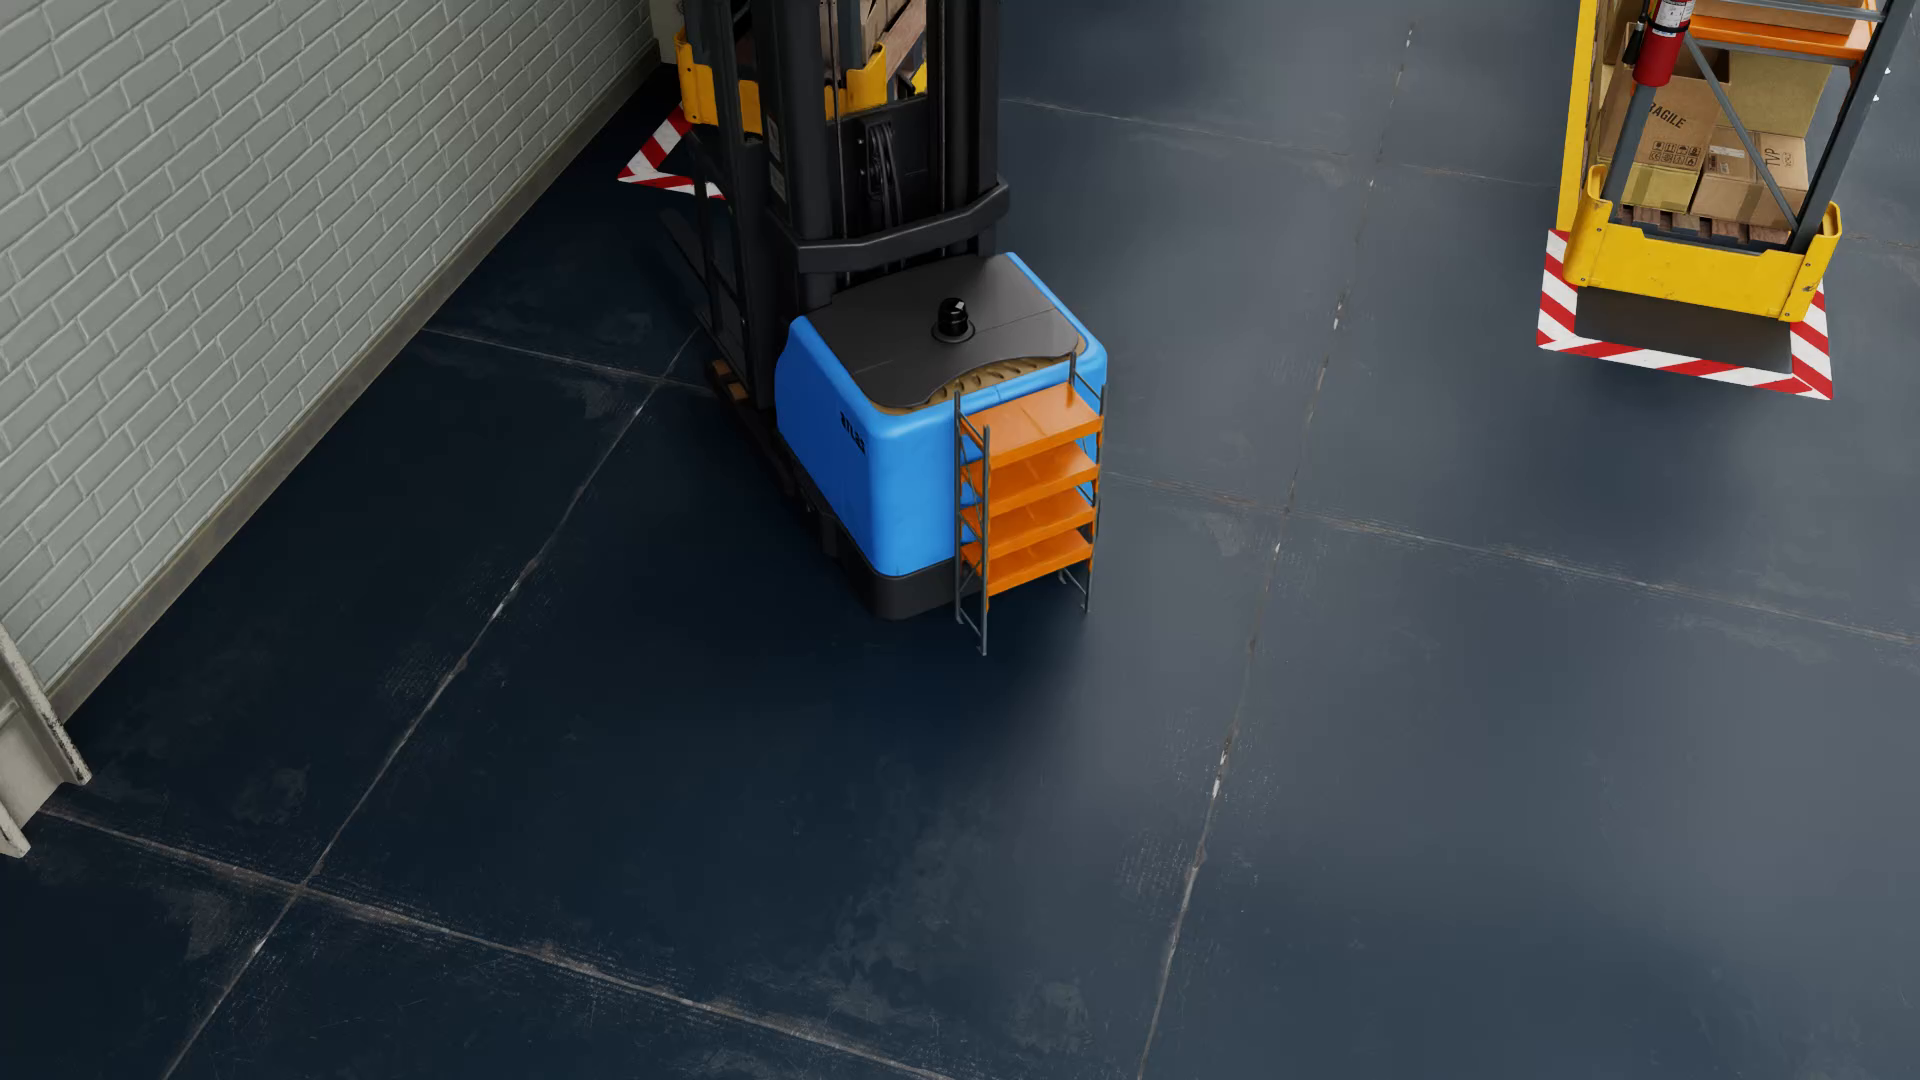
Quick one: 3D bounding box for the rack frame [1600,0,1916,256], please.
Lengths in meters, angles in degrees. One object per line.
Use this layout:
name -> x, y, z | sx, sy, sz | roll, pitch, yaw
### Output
rack frame -> 3.689, -2.395, 7.451 | 1.000, 3.000, 0.127 | 13, 46, 13

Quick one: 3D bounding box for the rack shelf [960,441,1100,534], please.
rack shelf -> 0.257, -0.231, 6.303 | 0.480, 0.148, 0.258 | -21, 48, -20

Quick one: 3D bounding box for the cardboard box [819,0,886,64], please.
cardboard box -> -0.738, -3.080, 9.759 | 0.500, 0.311, 0.500 | 8, 45, 8

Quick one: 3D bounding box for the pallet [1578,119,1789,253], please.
pallet -> 3.881, -1.917, 8.957 | 1.003, 0.211, 1.213 | 13, 46, 13

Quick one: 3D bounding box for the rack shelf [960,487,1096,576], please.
rack shelf -> 0.257, -0.071, 6.460 | 0.480, 0.148, 0.258 | -21, 48, -20

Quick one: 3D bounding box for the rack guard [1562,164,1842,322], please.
rack guard -> 3.682, -1.485, 8.309 | 1.175, 0.500, 0.348 | 13, 46, 13

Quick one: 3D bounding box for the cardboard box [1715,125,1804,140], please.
cardboard box -> 4.211, -2.206, 8.925 | 0.500, 0.250, 0.500 | 13, 46, 13

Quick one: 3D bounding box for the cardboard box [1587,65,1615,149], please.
cardboard box -> 3.710, -2.318, 9.039 | 0.500, 0.250, 0.500 | 13, 46, 13

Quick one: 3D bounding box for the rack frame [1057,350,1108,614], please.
rack frame -> 0.472, -0.200, 6.495 | 0.015, 1.200, 0.240 | -21, 48, -20

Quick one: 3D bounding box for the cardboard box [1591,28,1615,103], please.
cardboard box -> 3.859, -2.652, 9.380 | 0.500, 0.250, 0.500 | 13, 46, 13

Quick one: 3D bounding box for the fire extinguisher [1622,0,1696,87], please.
fire extinguisher -> 3.210, -2.387, 7.499 | 0.296, 0.674, 0.183 | 13, 46, 13

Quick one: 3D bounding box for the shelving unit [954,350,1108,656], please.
shelving unit -> 0.257, -0.119, 6.413 | 0.503, 1.200, 0.258 | -21, 48, -20

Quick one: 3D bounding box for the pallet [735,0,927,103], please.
pallet -> -0.731, -3.029, 10.094 | 1.003, 0.211, 1.213 | 13, 46, 13

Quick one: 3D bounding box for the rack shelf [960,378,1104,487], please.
rack shelf -> 0.257, -0.400, 6.138 | 0.480, 0.148, 0.258 | -21, 48, -20

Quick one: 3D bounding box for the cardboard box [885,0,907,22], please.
cardboard box -> -0.565, -3.460, 10.148 | 0.500, 0.311, 0.500 | 16, 47, 16

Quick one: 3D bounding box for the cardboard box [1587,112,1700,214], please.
cardboard box -> 3.570, -1.982, 8.696 | 0.500, 0.250, 0.500 | 13, 46, 13

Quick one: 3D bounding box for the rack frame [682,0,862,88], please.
rack frame -> -1.033, -3.441, 8.521 | 1.000, 3.000, 0.127 | 13, 46, 13

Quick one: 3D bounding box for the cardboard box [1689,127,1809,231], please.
cardboard box -> 4.063, -1.872, 8.583 | 0.500, 0.250, 0.500 | 13, 46, 13

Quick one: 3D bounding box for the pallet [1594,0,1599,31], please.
pallet -> 4.620, -3.543, 10.619 | 1.003, 0.211, 1.213 | 13, 46, 13

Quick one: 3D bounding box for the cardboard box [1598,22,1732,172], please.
cardboard box -> 3.568, -2.251, 8.434 | 0.500, 0.500, 0.500 | 13, 46, 13

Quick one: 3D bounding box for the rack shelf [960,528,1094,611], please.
rack shelf -> 0.257, 0.071, 6.599 | 0.480, 0.148, 0.258 | -21, 48, -20

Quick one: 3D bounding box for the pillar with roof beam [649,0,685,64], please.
pillar with roof beam -> 2.457, -5.324, 6.155 | 9.100, 9.000, 0.400 | 13, 46, 13

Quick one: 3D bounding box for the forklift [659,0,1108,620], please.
forklift -> -0.547, -1.753, 6.844 | 1.130, 2.935, 3.031 | -20, 48, -19

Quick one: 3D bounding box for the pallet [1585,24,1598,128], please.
pallet -> 4.252, -2.727, 9.785 | 1.003, 0.211, 1.213 | 13, 46, 13

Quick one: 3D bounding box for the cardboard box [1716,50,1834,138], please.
cardboard box -> 4.213, -2.474, 8.662 | 0.500, 0.500, 0.500 | 13, 46, 13

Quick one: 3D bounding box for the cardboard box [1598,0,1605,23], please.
cardboard box -> 4.158, -3.319, 10.062 | 0.500, 0.250, 0.500 | 13, 46, 13

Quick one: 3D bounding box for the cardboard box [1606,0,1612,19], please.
cardboard box -> 4.009, -3.253, 9.458 | 0.500, 0.500, 0.500 | 13, 46, 13

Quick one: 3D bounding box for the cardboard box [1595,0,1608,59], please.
cardboard box -> 4.013, -2.984, 9.720 | 0.500, 0.250, 0.500 | 13, 46, 13

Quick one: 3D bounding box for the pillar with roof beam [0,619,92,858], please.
pillar with roof beam -> 0.640, -1.324, 2.068 | 9.100, 9.000, 0.400 | 13, 46, 13

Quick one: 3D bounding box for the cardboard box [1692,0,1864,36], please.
cardboard box -> 3.843, -2.739, 7.732 | 0.700, 0.500, 0.500 | 13, 46, 13

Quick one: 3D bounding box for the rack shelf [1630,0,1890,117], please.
rack shelf -> 4.295, -3.471, 9.065 | 1.077, 0.370, 4.000 | 13, 46, 13

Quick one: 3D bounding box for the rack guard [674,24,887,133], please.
rack guard -> -1.010, -2.599, 9.447 | 1.175, 0.500, 0.348 | 13, 46, 13

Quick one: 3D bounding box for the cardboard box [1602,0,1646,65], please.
cardboard box -> 3.857, -2.920, 9.118 | 0.500, 0.500, 0.500 | 13, 46, 13

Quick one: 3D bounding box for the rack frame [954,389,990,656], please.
rack frame -> 0.042, -0.038, 6.330 | 0.015, 1.200, 0.240 | -21, 48, -20
